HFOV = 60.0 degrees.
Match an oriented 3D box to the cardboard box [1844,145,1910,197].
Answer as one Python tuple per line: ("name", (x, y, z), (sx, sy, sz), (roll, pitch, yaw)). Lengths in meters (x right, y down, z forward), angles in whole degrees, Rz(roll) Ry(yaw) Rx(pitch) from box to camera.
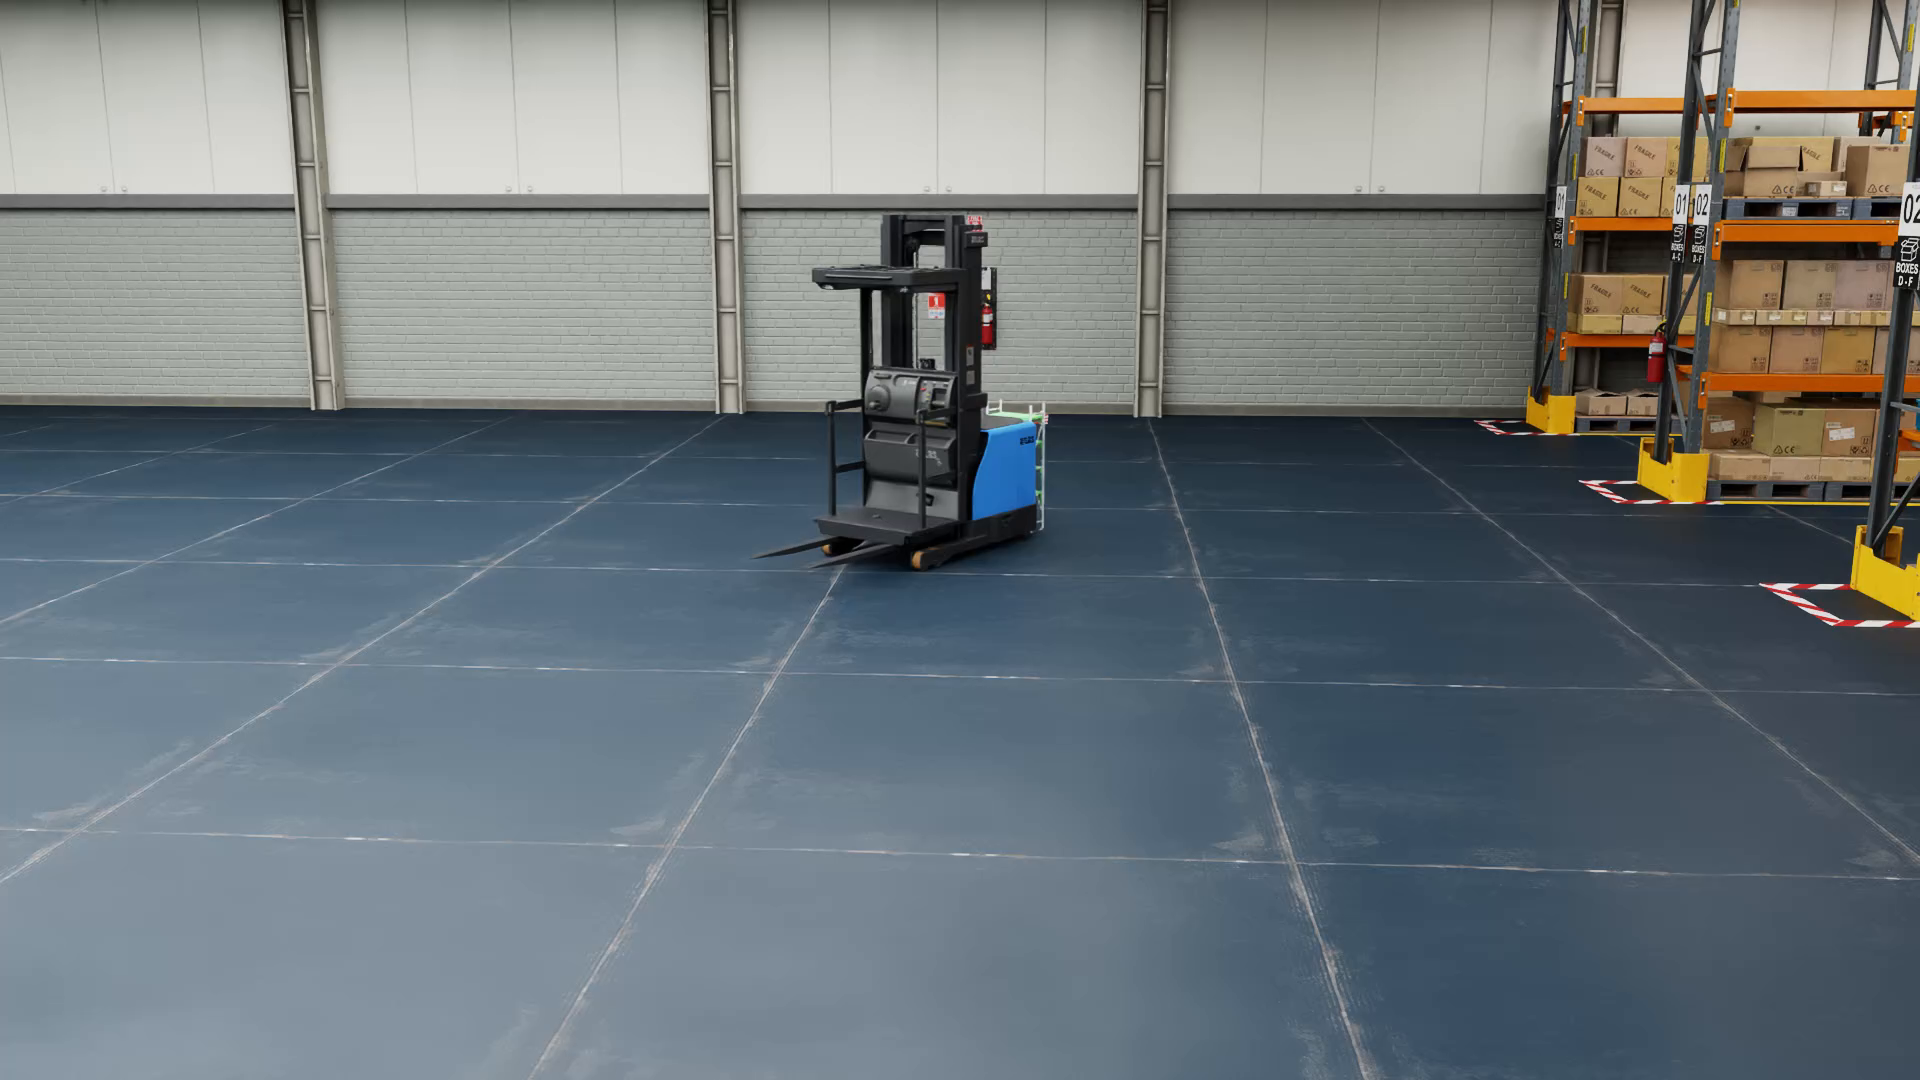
("cardboard box", (9.214, -3.690, 16.627), (0.500, 0.500, 0.500), (1, 12, 4))

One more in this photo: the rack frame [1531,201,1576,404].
("rack frame", (7.903, -2.990, 22.216), (0.127, 3.000, 1.000), (1, 12, 4))

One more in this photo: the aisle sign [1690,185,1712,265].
("aisle sign", (7.490, -3.188, 16.816), (0.004, 0.787, 0.394), (1, 12, 4))

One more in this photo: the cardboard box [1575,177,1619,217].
("cardboard box", (8.220, -4.461, 21.630), (0.500, 0.500, 0.500), (1, 12, 5))

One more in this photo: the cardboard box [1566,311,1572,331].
("cardboard box", (8.382, -2.959, 22.388), (0.500, 0.250, 0.500), (1, 12, 5))

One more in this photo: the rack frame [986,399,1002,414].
("rack frame", (0.322, -0.731, 15.815), (0.015, 1.200, 0.240), (8, 14, 35))

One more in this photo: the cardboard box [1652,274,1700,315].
("cardboard box", (9.367, -3.208, 21.745), (0.500, 0.500, 0.500), (0, 12, 2))

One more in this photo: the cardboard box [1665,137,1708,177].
("cardboard box", (9.280, -4.929, 21.427), (0.500, 0.500, 0.500), (1, 12, 5))

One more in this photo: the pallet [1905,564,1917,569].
("pallet", (8.130, 0.403, 12.808), (1.213, 0.211, 1.003), (1, 12, 4))

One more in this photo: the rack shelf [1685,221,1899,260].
("rack shelf", (9.571, -3.066, 17.013), (4.000, 0.370, 1.077), (1, 12, 4))

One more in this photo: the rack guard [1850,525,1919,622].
("rack guard", (7.320, 0.249, 12.837), (0.348, 0.500, 1.175), (1, 12, 4))

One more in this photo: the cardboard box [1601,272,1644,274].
("cardboard box", (8.889, -3.321, 22.286), (0.500, 0.500, 0.500), (1, 12, 5))

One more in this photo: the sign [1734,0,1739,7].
("sign", (7.532, -5.335, 16.110), (0.005, 0.325, 0.100), (1, 12, 4))

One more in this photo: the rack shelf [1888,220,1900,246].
("rack shelf", (13.890, -4.024, 21.590), (4.000, 0.370, 1.077), (1, 12, 4))

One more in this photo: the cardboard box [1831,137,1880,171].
("cardboard box", (11.376, -4.903, 21.300), (0.500, 0.500, 0.500), (0, 12, -1))

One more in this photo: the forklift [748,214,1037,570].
("forklift", (-0.561, -1.289, 14.254), (1.130, 2.935, 3.031), (8, 15, 35))

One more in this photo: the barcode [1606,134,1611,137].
("barcode", (8.645, -5.382, 22.176), (0.075, 0.075, 0.001), (1, 12, 4))

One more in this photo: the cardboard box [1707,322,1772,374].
("cardboard box", (8.041, -2.017, 17.324), (0.500, 0.500, 0.700), (1, 12, 4))

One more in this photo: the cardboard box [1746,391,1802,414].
("cardboard box", (10.856, -1.933, 22.194), (0.500, 0.500, 0.500), (0, 12, -1))

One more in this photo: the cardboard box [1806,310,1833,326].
("cardboard box", (8.717, -2.284, 17.014), (0.250, 0.149, 0.380), (1, 12, 3))

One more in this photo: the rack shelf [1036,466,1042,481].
("rack shelf", (0.520, -0.639, 15.687), (0.480, 0.148, 0.258), (8, 14, 35))

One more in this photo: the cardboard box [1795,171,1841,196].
("cardboard box", (8.742, -3.684, 17.211), (0.500, 0.250, 0.500), (1, 12, 4))

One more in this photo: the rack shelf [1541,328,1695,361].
("rack shelf", (9.899, -2.610, 22.159), (4.000, 0.370, 1.077), (1, 12, 4))

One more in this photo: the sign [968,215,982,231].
("sign", (0.208, -4.436, 23.466), (0.199, 0.298, 0.001), (1, 12, 4))

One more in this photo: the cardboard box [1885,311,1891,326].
("cardboard box", (9.486, -2.273, 16.964), (0.250, 0.149, 0.380), (1, 12, 4))

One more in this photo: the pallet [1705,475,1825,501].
("pallet", (8.342, -0.611, 17.654), (1.213, 0.211, 1.003), (1, 12, 4))

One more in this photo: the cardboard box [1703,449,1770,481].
("cardboard box", (8.096, -0.784, 17.364), (0.500, 0.250, 0.500), (1, 12, 4))

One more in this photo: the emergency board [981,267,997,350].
("emergency board", (0.210, -3.280, 23.606), (0.643, 1.169, 0.194), (1, 12, 4))

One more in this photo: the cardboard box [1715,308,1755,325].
("cardboard box", (7.953, -2.295, 17.065), (0.250, 0.149, 0.380), (1, 12, 3))

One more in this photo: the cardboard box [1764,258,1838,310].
("cardboard box", (8.619, -2.646, 17.159), (0.500, 0.500, 0.700), (0, 12, 2))

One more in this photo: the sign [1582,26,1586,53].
("sign", (7.867, -6.311, 20.968), (0.005, 0.325, 0.100), (1, 12, 4))

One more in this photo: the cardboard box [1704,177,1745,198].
("cardboard box", (9.808, -4.437, 21.516), (0.500, 0.500, 0.500), (2, 12, 7))

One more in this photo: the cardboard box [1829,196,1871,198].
("cardboard box", (11.371, -4.418, 21.426), (0.500, 0.500, 0.500), (1, 12, 5))

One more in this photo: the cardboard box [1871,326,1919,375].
("cardboard box", (9.585, -1.997, 17.226), (0.500, 0.500, 0.700), (1, 12, 5))

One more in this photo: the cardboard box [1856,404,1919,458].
("cardboard box", (9.592, -1.130, 17.186), (0.500, 0.500, 0.500), (1, 12, 4))

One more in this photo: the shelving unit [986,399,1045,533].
("shelving unit", (0.520, -0.702, 15.674), (0.503, 1.200, 0.258), (8, 14, 35))

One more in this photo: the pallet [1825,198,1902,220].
("pallet", (9.500, -3.371, 16.931), (1.213, 0.211, 1.003), (1, 12, 4))

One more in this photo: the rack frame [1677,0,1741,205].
("rack frame", (7.576, -4.914, 16.763), (0.127, 3.000, 1.000), (1, 12, 4))

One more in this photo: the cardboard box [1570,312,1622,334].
("cardboard box", (8.369, -2.854, 21.887), (0.500, 0.250, 0.500), (0, 12, 2))

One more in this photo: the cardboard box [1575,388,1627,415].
("cardboard box", (8.587, -1.861, 22.313), (0.500, 0.311, 0.500), (-1, 12, -3))

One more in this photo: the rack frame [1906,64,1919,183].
("rack frame", (7.241, -3.902, 11.926), (0.127, 3.000, 1.000), (1, 12, 4))

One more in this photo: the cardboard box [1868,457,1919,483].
("cardboard box", (9.592, -0.764, 17.264), (0.500, 0.250, 0.500), (1, 12, 4))

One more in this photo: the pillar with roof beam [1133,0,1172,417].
("pillar with roof beam", (2.385, -5.296, 18.588), (0.400, 9.000, 9.100), (1, 12, 4))

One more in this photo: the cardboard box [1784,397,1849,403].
("cardboard box", (9.129, -1.247, 17.744), (0.500, 0.500, 0.500), (1, 12, 4))
